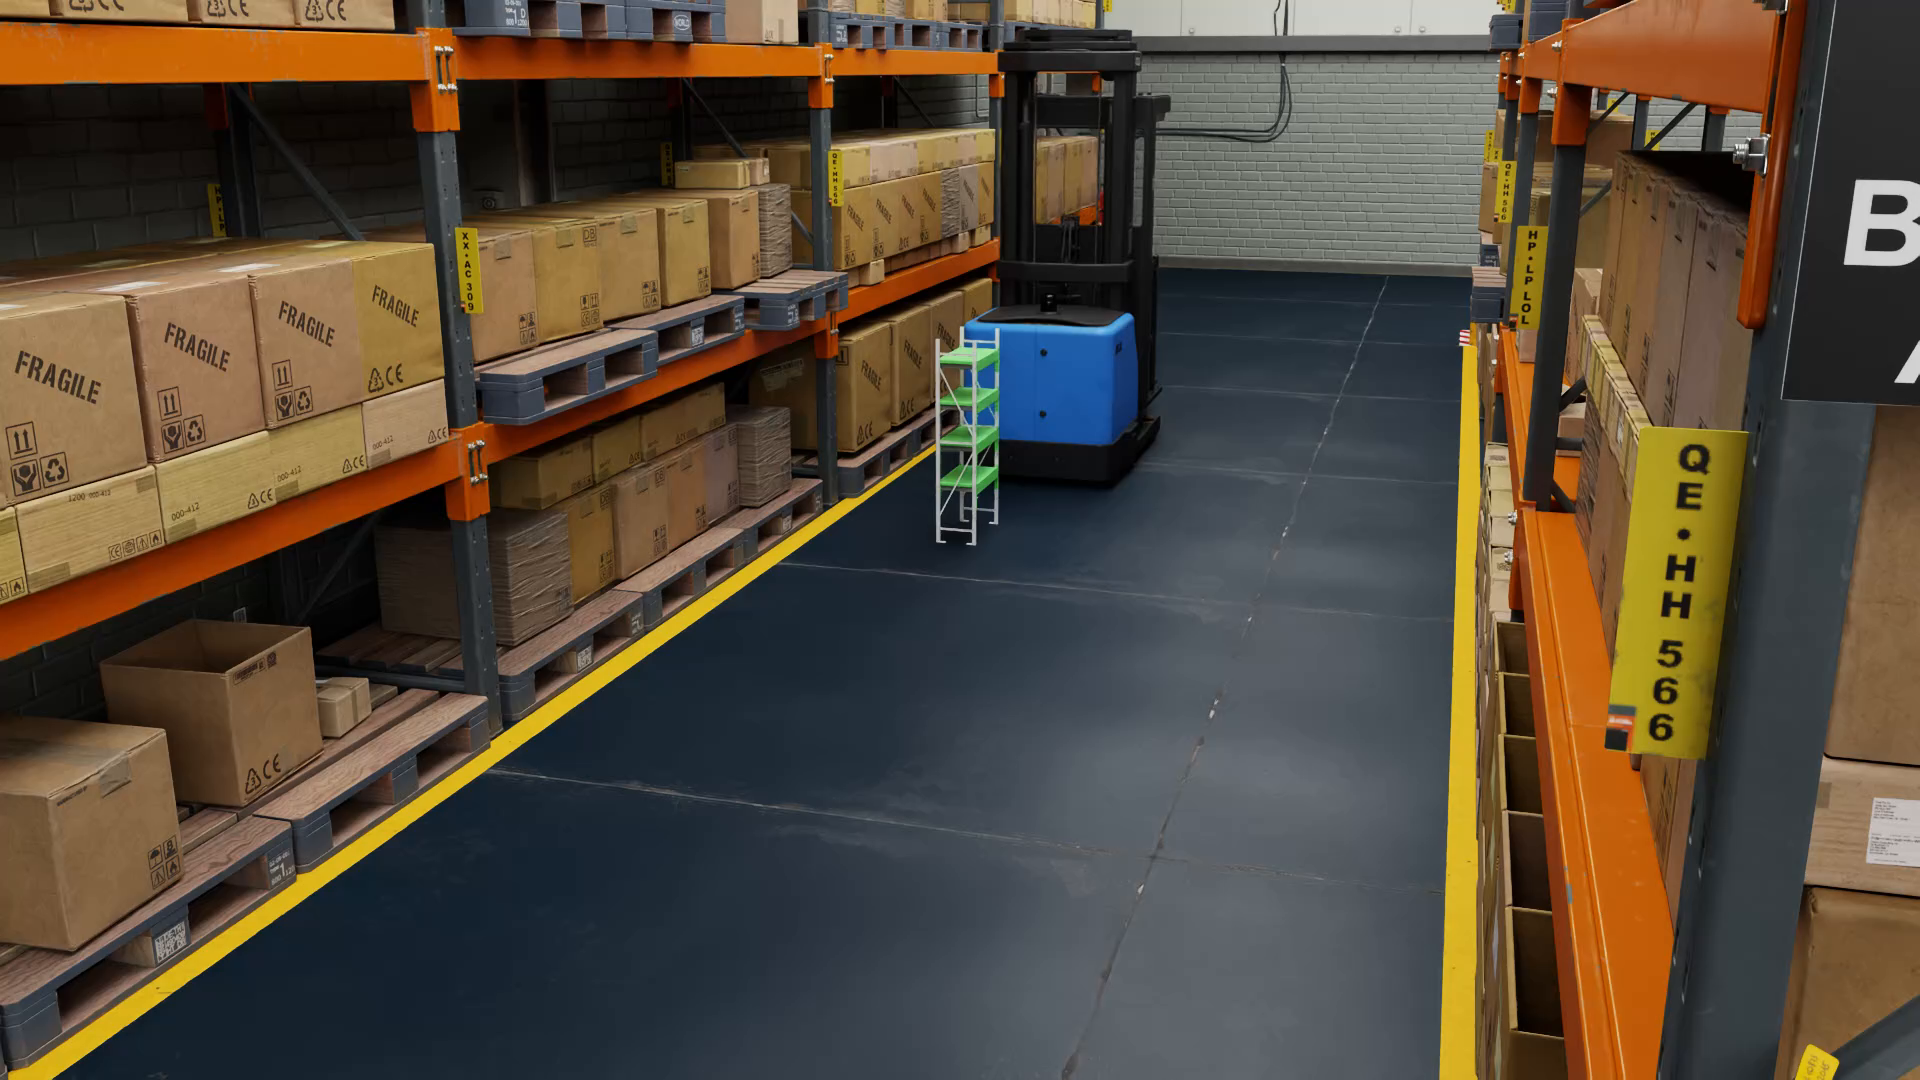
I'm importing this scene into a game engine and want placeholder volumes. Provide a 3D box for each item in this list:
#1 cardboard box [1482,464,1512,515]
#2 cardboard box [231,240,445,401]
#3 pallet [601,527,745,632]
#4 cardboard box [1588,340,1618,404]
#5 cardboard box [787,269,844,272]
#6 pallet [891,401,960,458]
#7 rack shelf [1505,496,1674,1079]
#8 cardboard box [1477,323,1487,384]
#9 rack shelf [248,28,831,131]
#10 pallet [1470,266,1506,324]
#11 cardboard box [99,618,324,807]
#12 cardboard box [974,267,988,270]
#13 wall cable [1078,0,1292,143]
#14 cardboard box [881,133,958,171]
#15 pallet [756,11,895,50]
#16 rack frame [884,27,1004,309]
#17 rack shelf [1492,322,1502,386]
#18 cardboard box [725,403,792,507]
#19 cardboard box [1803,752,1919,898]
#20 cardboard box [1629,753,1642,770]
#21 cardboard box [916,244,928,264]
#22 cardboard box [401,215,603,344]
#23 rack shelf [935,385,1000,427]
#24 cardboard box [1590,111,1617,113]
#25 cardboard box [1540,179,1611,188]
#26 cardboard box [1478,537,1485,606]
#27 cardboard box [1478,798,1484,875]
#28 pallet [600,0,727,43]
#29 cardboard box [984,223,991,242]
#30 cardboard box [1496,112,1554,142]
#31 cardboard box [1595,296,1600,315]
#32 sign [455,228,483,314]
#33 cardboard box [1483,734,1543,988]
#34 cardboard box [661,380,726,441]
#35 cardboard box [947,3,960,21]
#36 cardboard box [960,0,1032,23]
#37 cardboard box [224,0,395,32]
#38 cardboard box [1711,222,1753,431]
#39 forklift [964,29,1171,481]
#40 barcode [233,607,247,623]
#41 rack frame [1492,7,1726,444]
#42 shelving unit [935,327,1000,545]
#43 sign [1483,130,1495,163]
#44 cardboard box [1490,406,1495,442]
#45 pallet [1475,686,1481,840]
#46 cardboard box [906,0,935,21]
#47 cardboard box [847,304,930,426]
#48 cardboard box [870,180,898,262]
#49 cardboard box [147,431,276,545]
[{"bbox_3d":[2.902,-0.219,8.346,0.500,0.311,0.500,4,16,14],"label":"cardboard box"},{"bbox_3d":[-2.251,-0.809,6.050,0.500,0.500,0.500,5,16,16],"label":"cardboard box"},{"bbox_3d":[-1.849,0.159,8.883,1.003,0.211,1.213,5,16,16],"label":"pallet"},{"bbox_3d":[1.932,-0.447,4.537,0.380,0.149,0.250,4,16,14],"label":"cardboard box"},{"bbox_3d":[-0.961,-1.662,10.617,0.380,0.149,0.250,4,16,15],"label":"cardboard box"},{"bbox_3d":[-0.632,-0.882,12.553,1.003,0.211,1.213,5,16,16],"label":"pallet"},{"bbox_3d":[1.769,0.594,3.558,1.077,0.370,4.000,5,16,16],"label":"rack shelf"},{"bbox_3d":[4.501,-1.549,13.567,0.500,0.500,0.500,5,16,16],"label":"cardboard box"},{"bbox_3d":[-1.845,-2.279,8.189,1.077,0.370,4.000,5,16,16],"label":"rack shelf"},{"bbox_3d":[3.599,-1.413,9.664,1.213,0.211,1.003,5,16,16],"label":"pallet"},{"bbox_3d":[-2.670,0.607,5.968,0.500,0.500,0.500,3,16,12],"label":"cardboard box"},{"bbox_3d":[0.234,-2.502,15.774,0.380,0.149,0.250,5,17,16],"label":"cardboard box"},{"bbox_3d":[2.947,-6.643,22.448,3.097,2.526,0.112,5,16,16],"label":"wall cable"},{"bbox_3d":[-0.327,-2.905,12.435,0.500,0.250,0.500,5,17,17],"label":"cardboard box"},{"bbox_3d":[-1.144,-3.230,10.570,1.213,0.211,1.003,5,17,18],"label":"pallet"},{"bbox_3d":[-0.140,-2.752,14.034,1.000,3.000,0.127,5,16,16],"label":"rack frame"},{"bbox_3d":[4.042,-1.499,10.937,1.077,0.370,4.000,5,16,16],"label":"rack shelf"},{"bbox_3d":[-1.431,-0.522,9.947,0.700,0.500,0.500,5,17,17],"label":"cardboard box"},{"bbox_3d":[1.126,0.296,1.917,0.380,0.149,0.250,4,16,15],"label":"cardboard box"},{"bbox_3d":[1.783,0.196,3.457,0.700,0.500,0.500,5,17,18],"label":"cardboard box"},{"bbox_3d":[-0.454,-2.133,12.275,0.380,0.149,0.250,5,17,18],"label":"cardboard box"},{"bbox_3d":[-2.070,-1.195,7.555,0.700,0.500,0.500,6,17,22],"label":"cardboard box"},{"bbox_3d":[0.047,-0.790,9.770,0.258,0.148,0.480,5,16,16],"label":"rack shelf"},{"bbox_3d":[5.742,-3.674,15.271,0.500,0.500,0.500,5,17,17],"label":"cardboard box"},{"bbox_3d":[3.988,-1.970,10.326,0.700,0.500,0.500,8,18,26],"label":"cardboard box"},{"bbox_3d":[2.760,0.181,7.964,0.500,0.250,0.500,4,16,14],"label":"cardboard box"},{"bbox_3d":[1.915,0.943,5.277,0.500,0.250,0.500,5,16,16],"label":"cardboard box"},{"bbox_3d":[-1.844,-2.436,7.769,1.213,0.211,1.003,5,16,16],"label":"pallet"},{"bbox_3d":[0.035,-2.530,13.677,0.380,0.149,0.250,5,17,16],"label":"cardboard box"},{"bbox_3d":[5.080,-3.581,14.941,0.500,0.500,0.500,5,17,17],"label":"cardboard box"},{"bbox_3d":[2.721,-0.661,6.480,0.500,0.500,0.500,6,17,20],"label":"cardboard box"},{"bbox_3d":[-1.891,-1.035,6.396,0.100,0.325,0.005,5,16,16],"label":"sign"},{"bbox_3d":[1.621,0.843,4.255,0.500,0.500,0.500,5,16,16],"label":"cardboard box"},{"bbox_3d":[-1.653,-0.739,9.336,0.500,0.250,0.500,5,17,17],"label":"cardboard box"},{"bbox_3d":[-0.170,-4.570,14.270,0.500,0.250,0.500,5,17,16],"label":"cardboard box"},{"bbox_3d":[0.309,-4.533,14.140,0.500,0.250,0.500,5,16,16],"label":"cardboard box"},{"bbox_3d":[-2.321,-2.008,5.694,0.500,0.500,0.500,5,17,17],"label":"cardboard box"},{"bbox_3d":[1.505,-0.174,2.387,0.700,0.500,0.500,4,16,14],"label":"cardboard box"},{"bbox_3d":[0.891,-2.157,12.062,1.130,2.935,3.031,4,16,15],"label":"forklift"},{"bbox_3d":[-2.797,0.301,6.460,0.001,0.075,0.075,5,16,16],"label":"barcode"},{"bbox_3d":[3.474,-1.322,8.994,1.000,3.000,0.127,5,16,16],"label":"rack frame"},{"bbox_3d":[0.047,-0.621,9.818,0.258,1.200,0.503,5,16,16],"label":"shelving unit"},{"bbox_3d":[5.227,-3.874,16.403,0.100,0.325,0.005,5,16,16],"label":"sign"},{"bbox_3d":[3.515,-0.594,10.202,0.500,0.500,0.500,5,17,18],"label":"cardboard box"},{"bbox_3d":[2.509,0.870,6.375,1.003,0.211,1.213,5,16,16],"label":"pallet"},{"bbox_3d":[-0.591,-4.082,12.238,0.700,0.500,0.500,4,16,15],"label":"cardboard box"},{"bbox_3d":[-0.687,-1.284,12.029,0.750,0.750,0.750,5,16,16],"label":"cardboard box"},{"bbox_3d":[-0.735,-2.150,11.146,0.500,0.500,0.500,5,17,18],"label":"cardboard box"},{"bbox_3d":[-2.535,-0.186,5.228,0.500,0.250,0.500,5,16,16],"label":"cardboard box"}]
